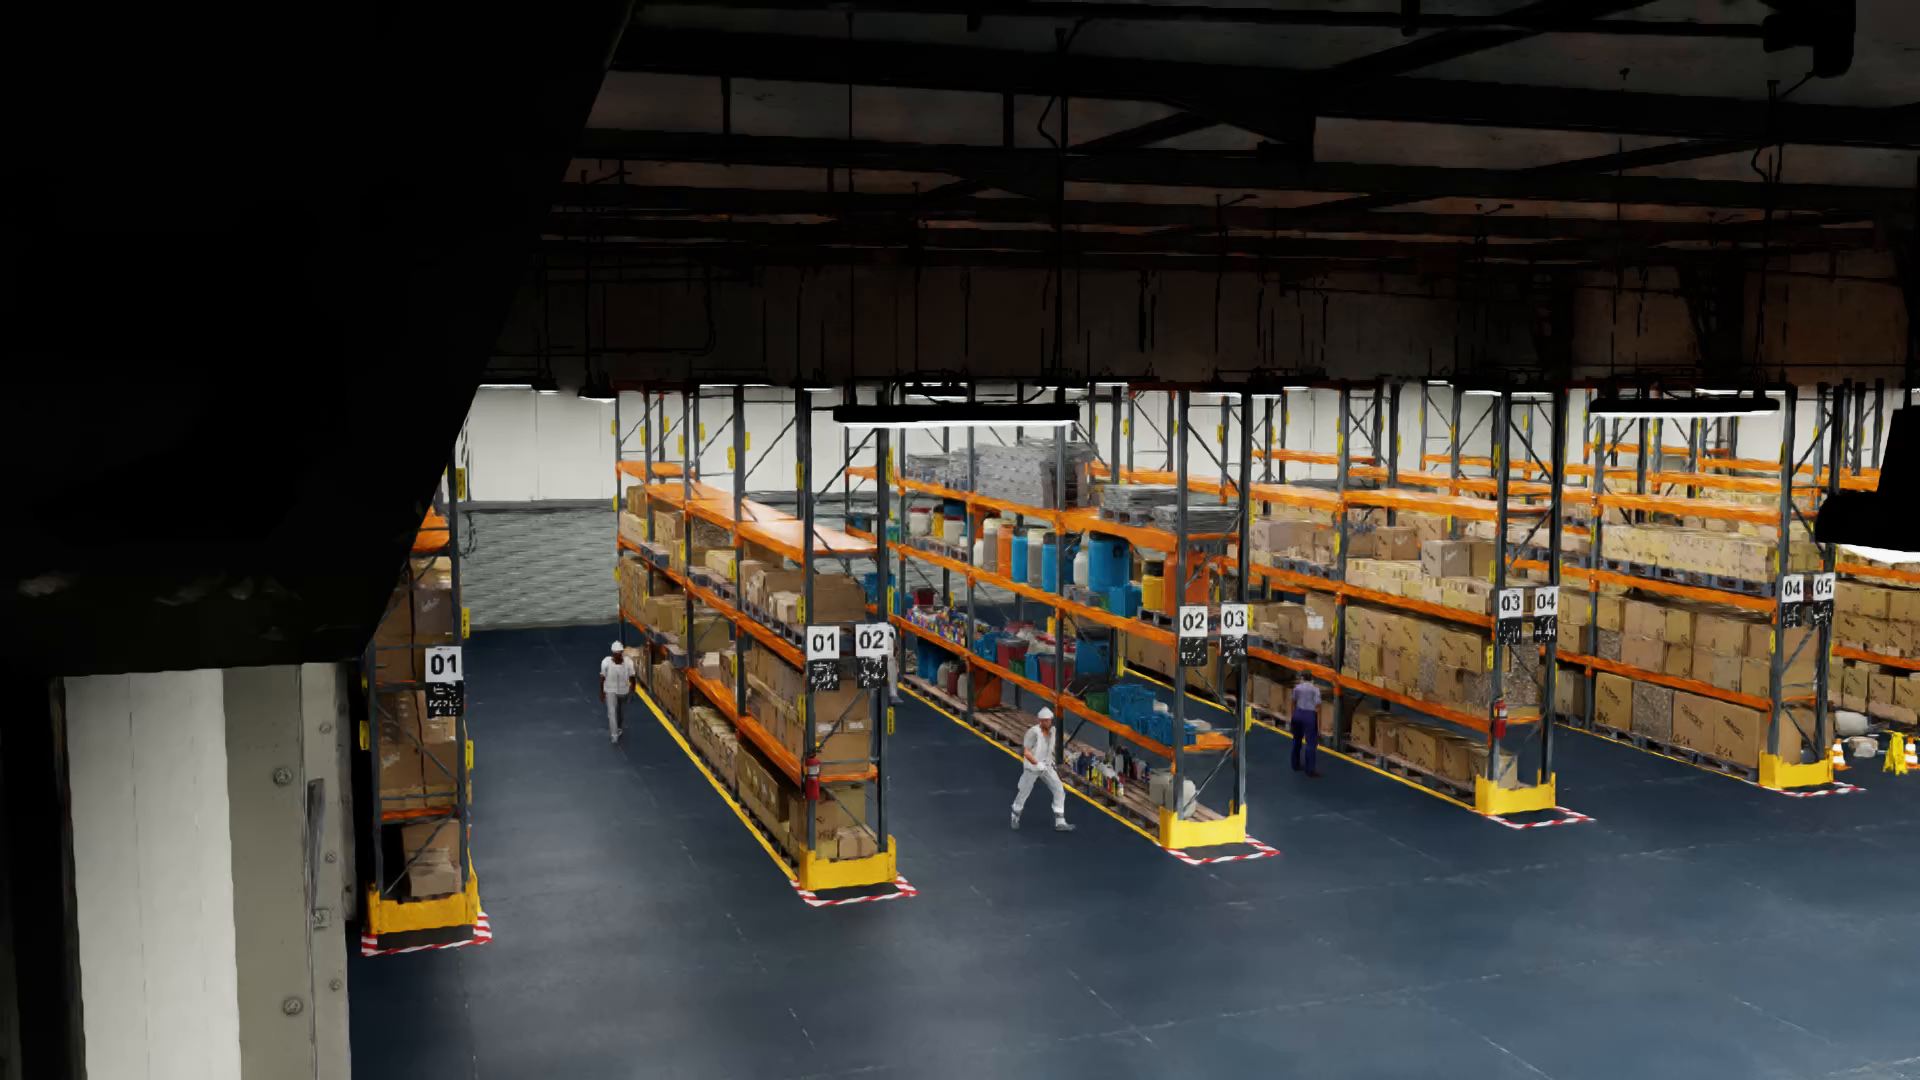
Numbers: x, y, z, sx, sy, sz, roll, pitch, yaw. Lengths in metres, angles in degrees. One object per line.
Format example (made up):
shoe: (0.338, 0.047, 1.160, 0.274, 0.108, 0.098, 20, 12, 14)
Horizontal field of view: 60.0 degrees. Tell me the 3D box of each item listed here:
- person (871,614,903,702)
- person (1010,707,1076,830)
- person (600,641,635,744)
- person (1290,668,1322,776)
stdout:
person: (-1.441, 2.184, 31.219, 0.542, 1.672, 1.126, -2, 6, -17)
person: (1.067, 3.057, 22.524, 0.664, 1.656, 0.838, -4, 7, -35)
person: (-5.739, 2.528, 27.946, 0.575, 1.689, 1.128, -2, 6, -21)
person: (5.358, 2.839, 25.690, 0.533, 1.557, 0.420, 5, 8, 39)
